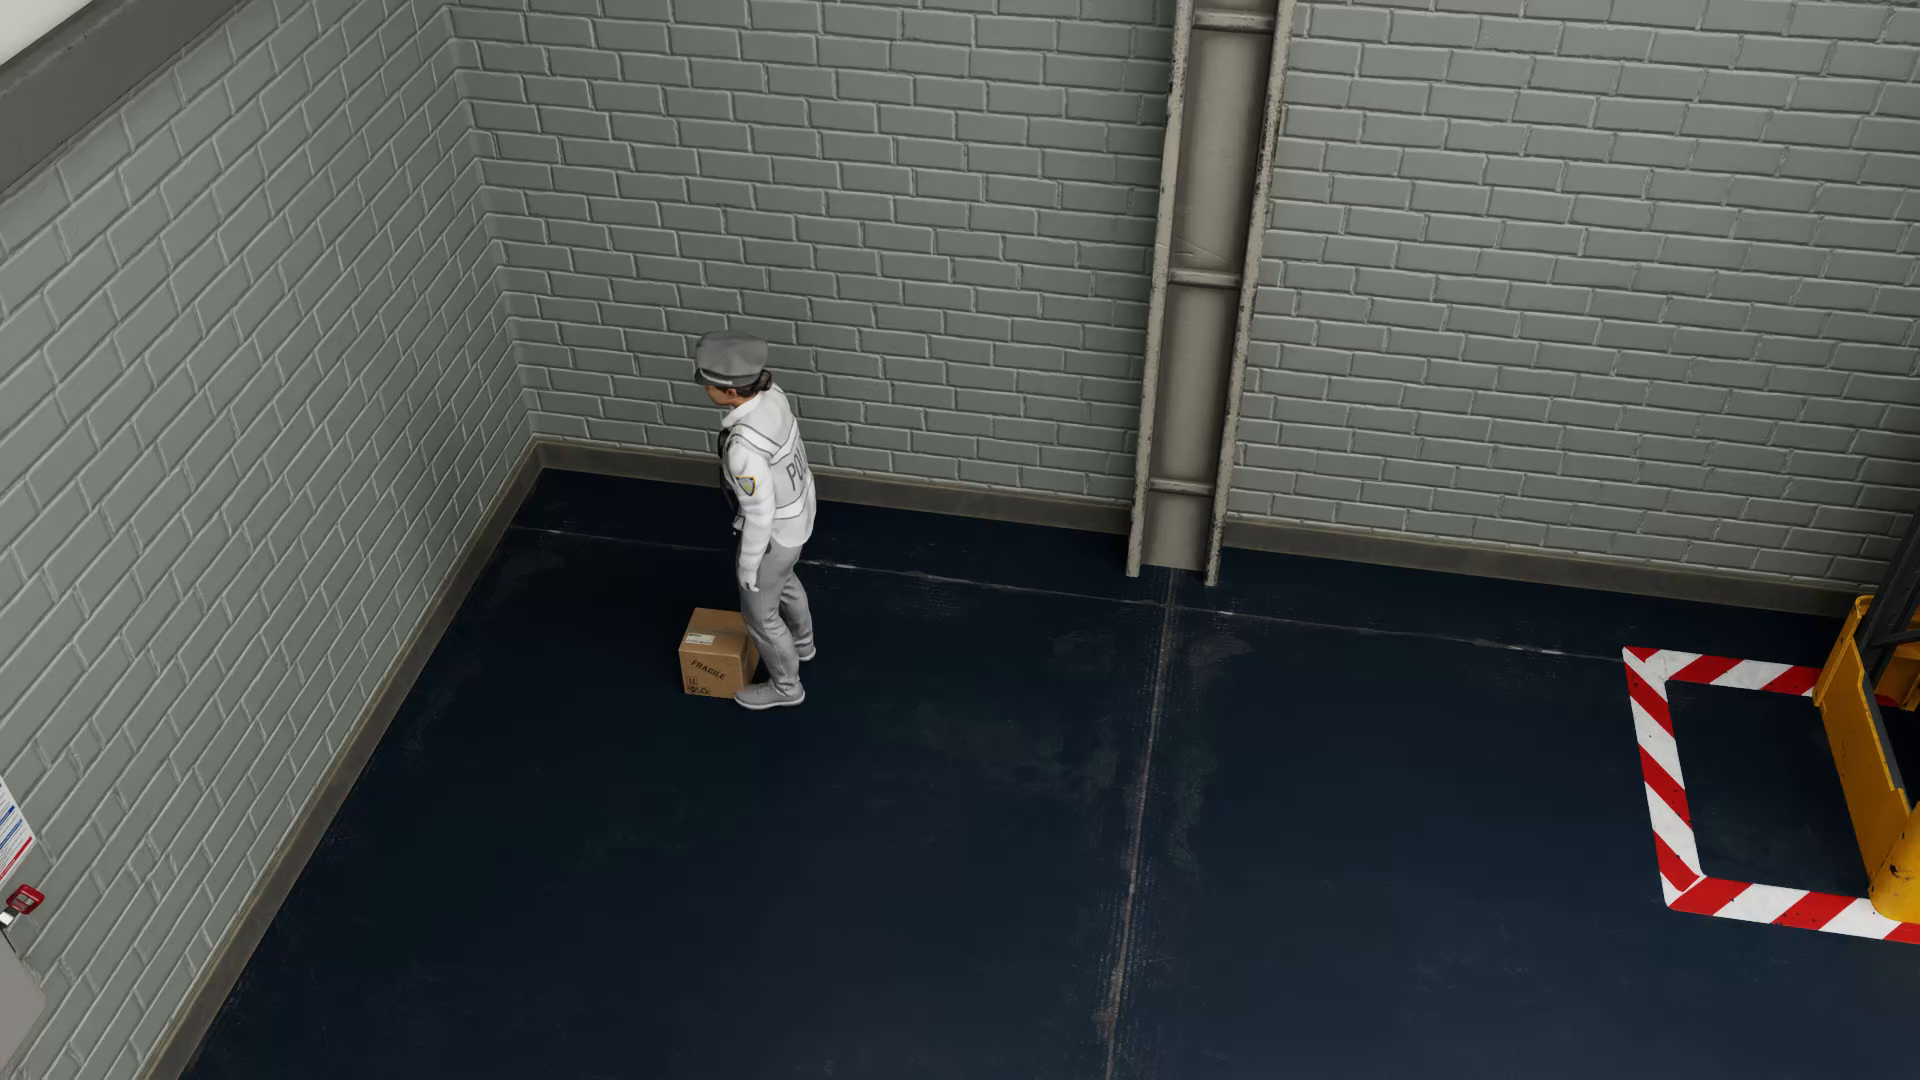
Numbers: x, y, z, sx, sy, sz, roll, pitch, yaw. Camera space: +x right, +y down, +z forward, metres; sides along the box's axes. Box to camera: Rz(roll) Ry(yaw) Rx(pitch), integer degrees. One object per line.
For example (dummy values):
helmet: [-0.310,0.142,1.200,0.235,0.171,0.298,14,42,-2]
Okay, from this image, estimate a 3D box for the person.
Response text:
person: [-0.729,-0.050,6.213,0.376,1.662,0.542,4,41,5]
